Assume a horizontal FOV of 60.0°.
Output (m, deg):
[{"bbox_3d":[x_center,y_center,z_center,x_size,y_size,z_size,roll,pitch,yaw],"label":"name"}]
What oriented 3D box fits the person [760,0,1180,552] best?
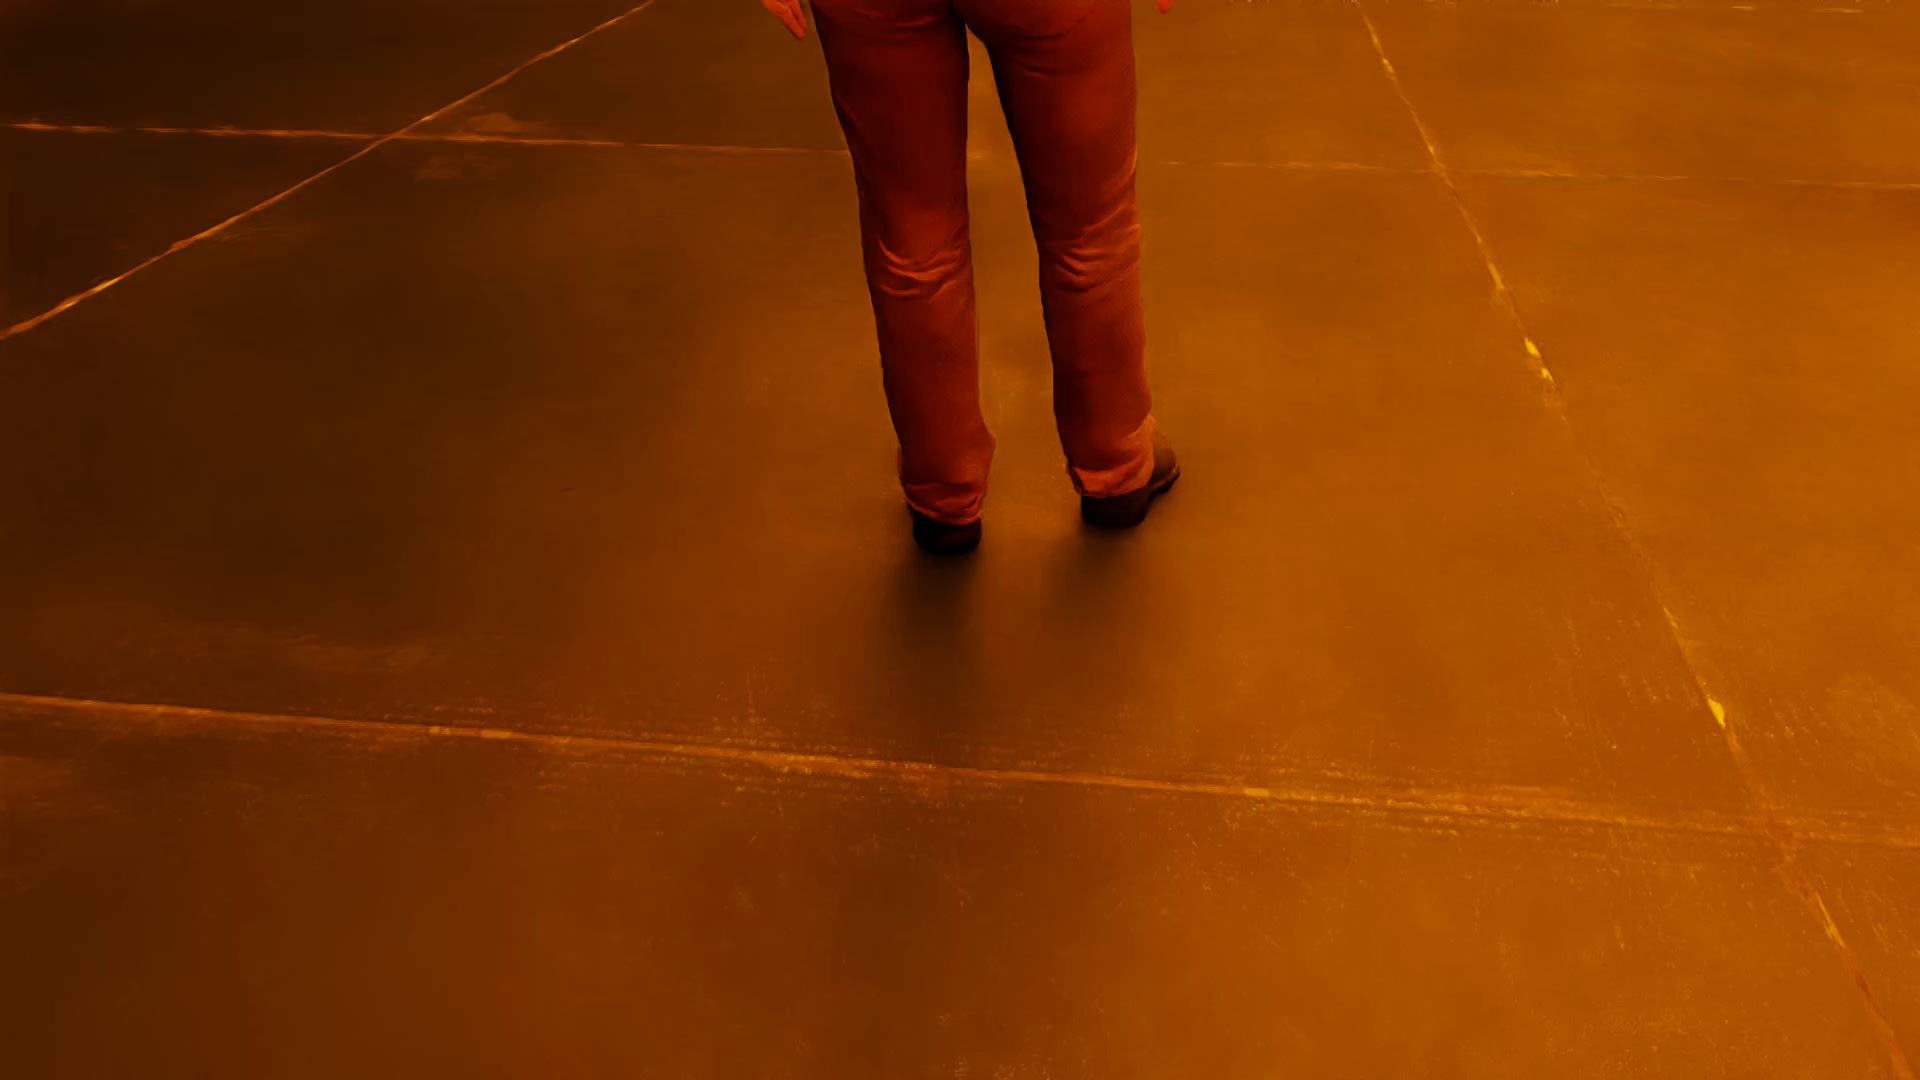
[{"bbox_3d":[0.016,-0.804,2.167,0.632,1.720,0.567,3,27,7],"label":"person"}]
